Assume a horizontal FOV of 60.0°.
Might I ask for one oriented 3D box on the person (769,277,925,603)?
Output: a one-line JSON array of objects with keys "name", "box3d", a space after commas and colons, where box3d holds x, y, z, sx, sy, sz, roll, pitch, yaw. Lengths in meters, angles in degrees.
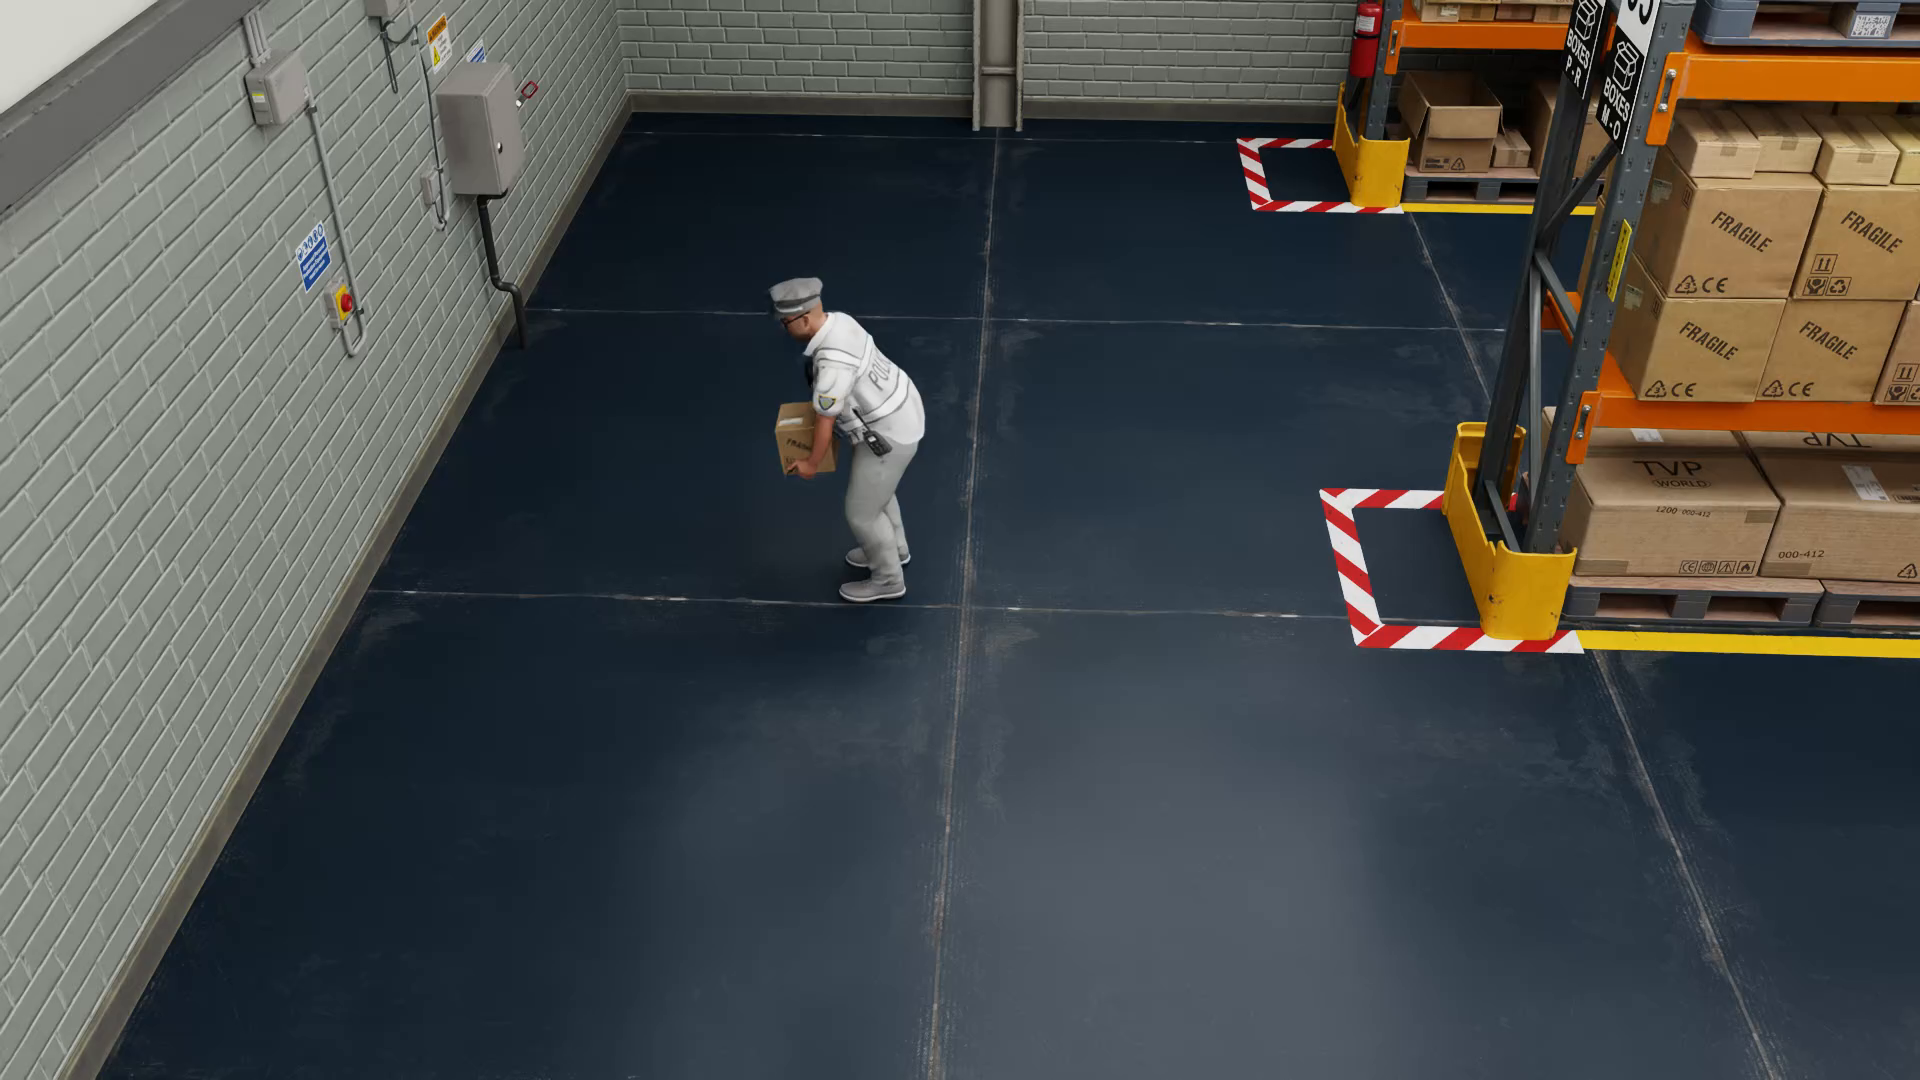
[{"name": "person", "box3d": [-0.507, -0.473, 7.870, 0.686, 1.650, 0.474, 1, 35, 1]}]
